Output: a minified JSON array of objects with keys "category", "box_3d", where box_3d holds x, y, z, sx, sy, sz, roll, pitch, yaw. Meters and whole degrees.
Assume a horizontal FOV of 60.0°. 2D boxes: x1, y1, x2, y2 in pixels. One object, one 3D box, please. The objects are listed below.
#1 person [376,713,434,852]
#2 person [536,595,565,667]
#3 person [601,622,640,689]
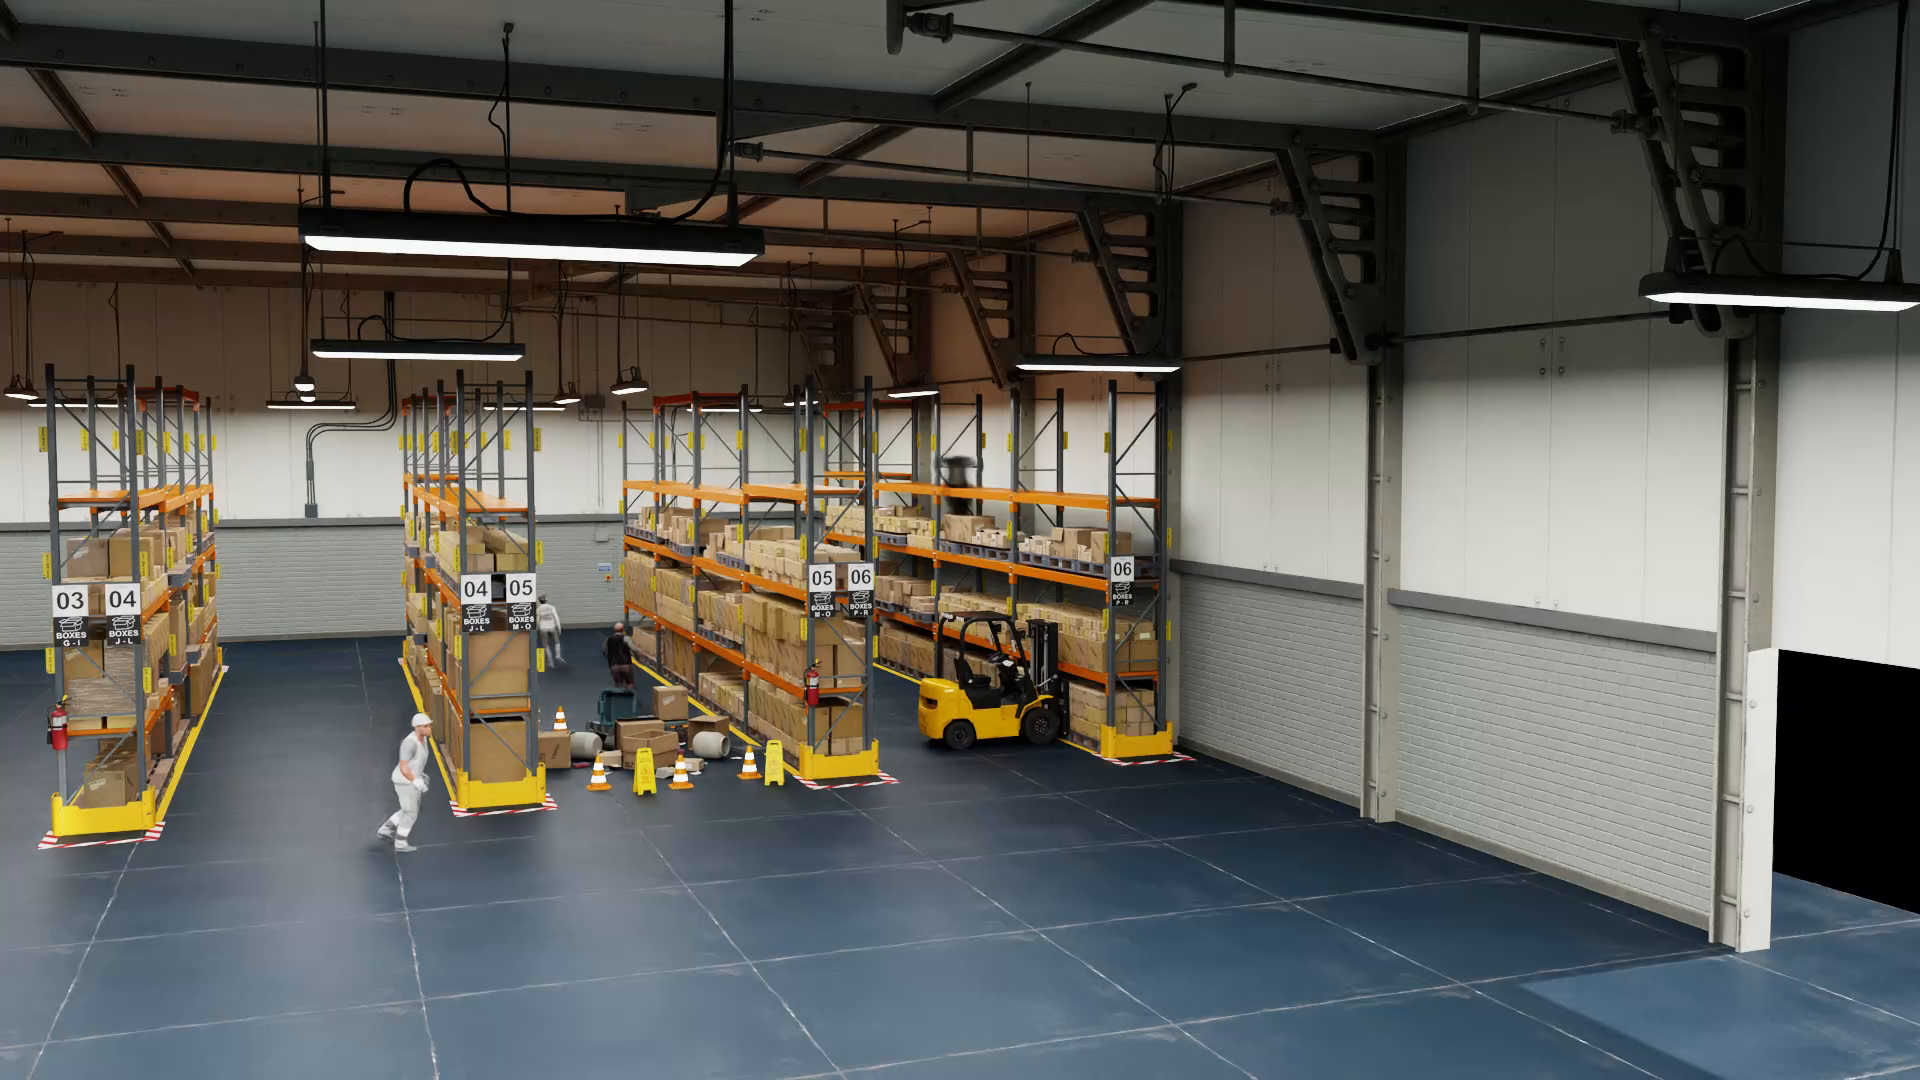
[{"category":"person","box_3d":[-6.780,2.960,20.289,0.789,1.717,0.641,0,3,0]},{"category":"person","box_3d":[-9.185,2.032,37.064,0.705,1.591,0.604,-1,3,-14]},{"category":"person","box_3d":[-6.414,2.376,31.385,0.720,1.630,0.529,0,3,-1]}]
